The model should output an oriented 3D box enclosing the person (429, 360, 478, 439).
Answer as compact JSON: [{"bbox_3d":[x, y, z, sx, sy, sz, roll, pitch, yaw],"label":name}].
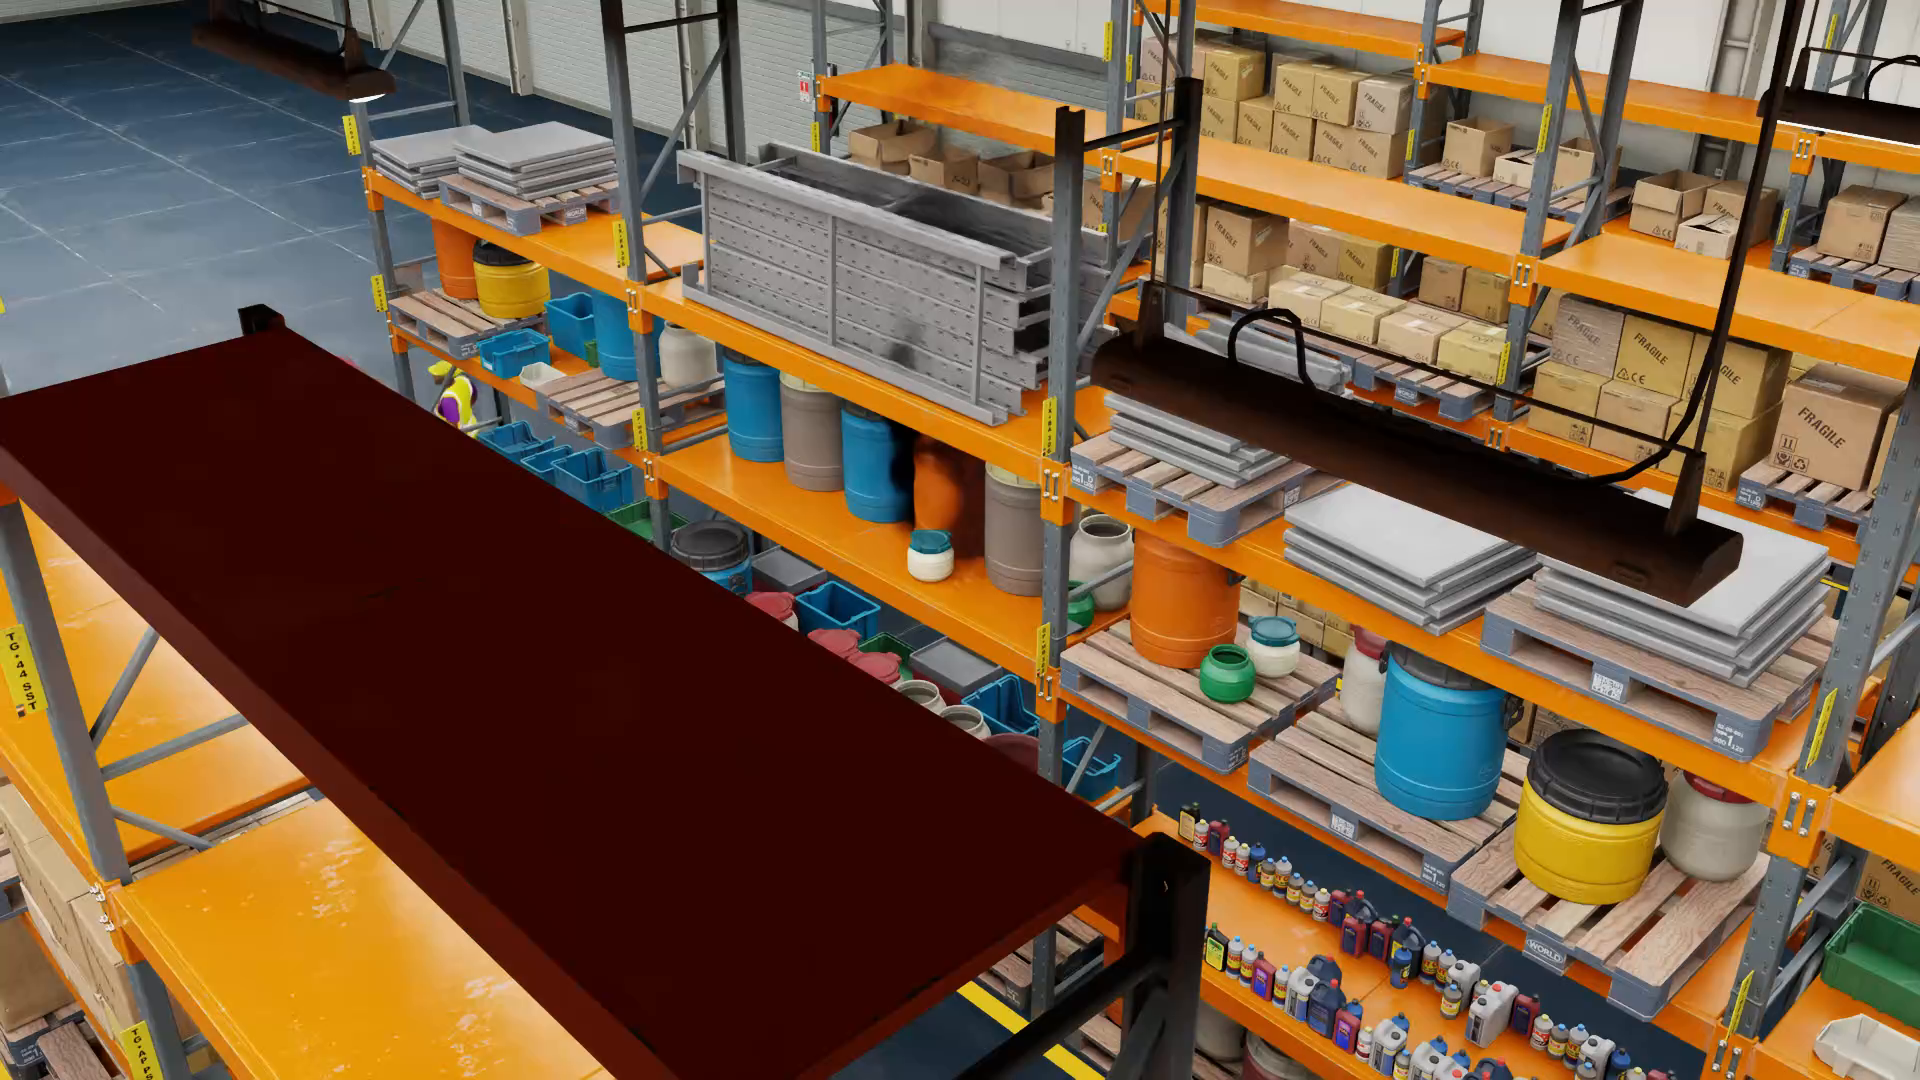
[{"bbox_3d":[-5.104,-1.068,17.036,0.713,1.720,0.748,0,28,1],"label":"person"}]
